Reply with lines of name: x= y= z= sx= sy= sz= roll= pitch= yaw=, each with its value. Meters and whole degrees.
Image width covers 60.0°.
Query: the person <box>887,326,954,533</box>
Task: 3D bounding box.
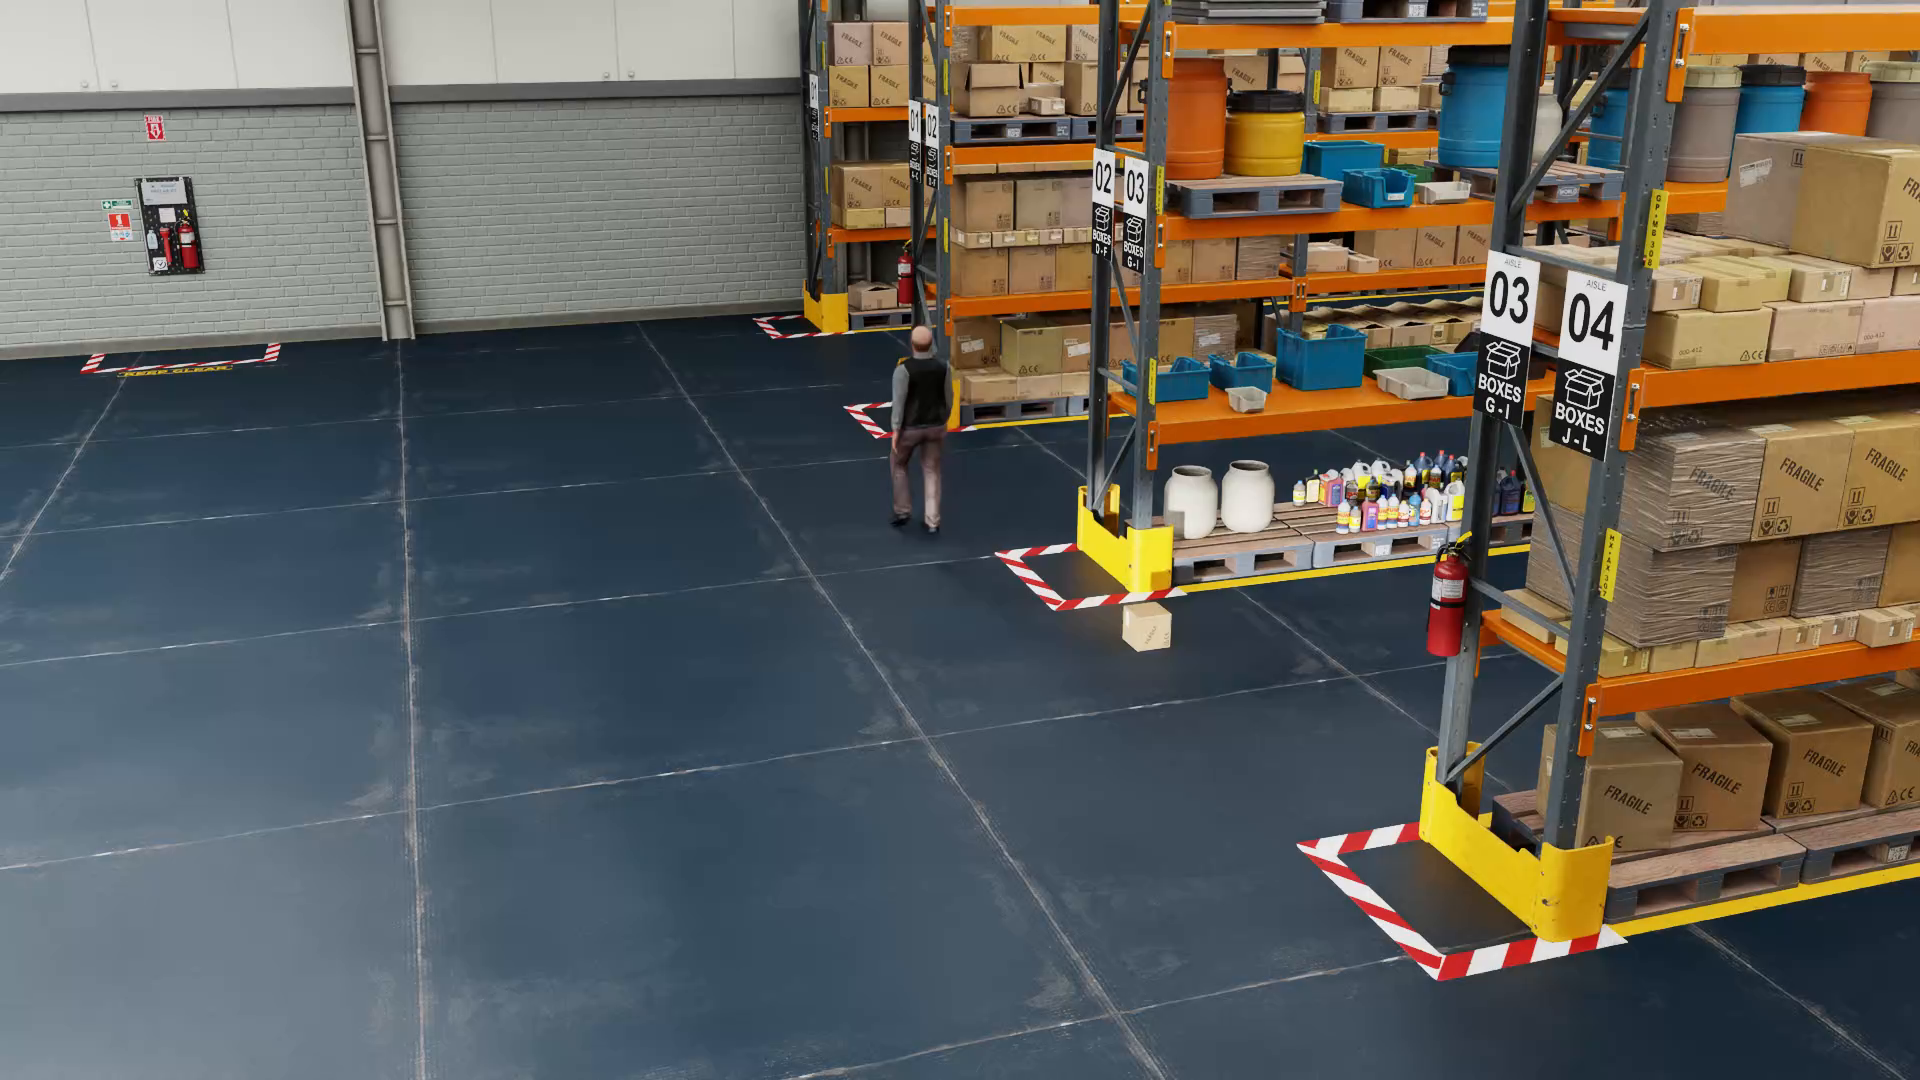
person: x=-0.328 y=-0.898 z=13.739 sx=0.579 sy=1.784 sz=0.633 roll=-7 pitch=20 yaw=-19
